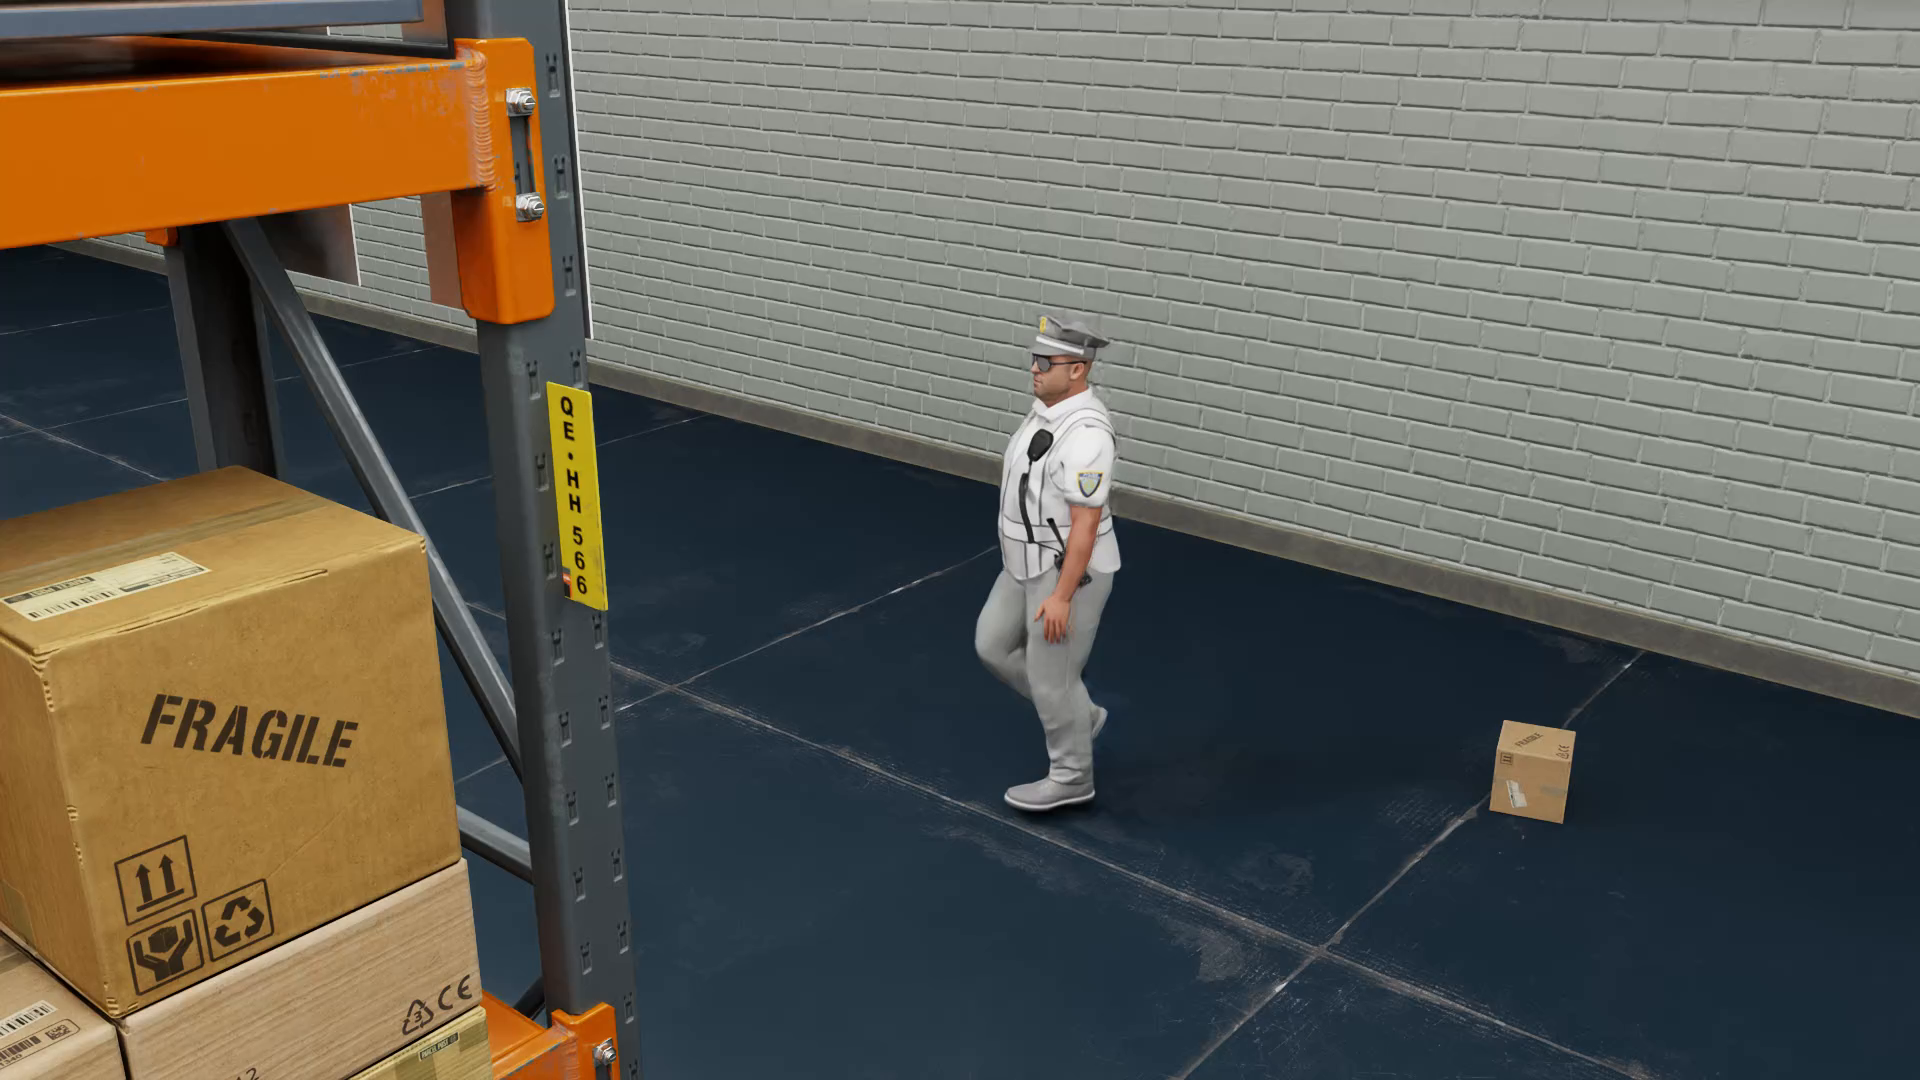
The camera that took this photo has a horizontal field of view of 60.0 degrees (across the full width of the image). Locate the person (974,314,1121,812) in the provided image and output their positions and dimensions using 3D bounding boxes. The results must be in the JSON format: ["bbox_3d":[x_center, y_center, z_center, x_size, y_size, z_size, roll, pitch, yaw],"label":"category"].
[{"bbox_3d":[0.329,0.093,5.719,0.483,1.782,0.571,-5,21,-14],"label":"person"}]
